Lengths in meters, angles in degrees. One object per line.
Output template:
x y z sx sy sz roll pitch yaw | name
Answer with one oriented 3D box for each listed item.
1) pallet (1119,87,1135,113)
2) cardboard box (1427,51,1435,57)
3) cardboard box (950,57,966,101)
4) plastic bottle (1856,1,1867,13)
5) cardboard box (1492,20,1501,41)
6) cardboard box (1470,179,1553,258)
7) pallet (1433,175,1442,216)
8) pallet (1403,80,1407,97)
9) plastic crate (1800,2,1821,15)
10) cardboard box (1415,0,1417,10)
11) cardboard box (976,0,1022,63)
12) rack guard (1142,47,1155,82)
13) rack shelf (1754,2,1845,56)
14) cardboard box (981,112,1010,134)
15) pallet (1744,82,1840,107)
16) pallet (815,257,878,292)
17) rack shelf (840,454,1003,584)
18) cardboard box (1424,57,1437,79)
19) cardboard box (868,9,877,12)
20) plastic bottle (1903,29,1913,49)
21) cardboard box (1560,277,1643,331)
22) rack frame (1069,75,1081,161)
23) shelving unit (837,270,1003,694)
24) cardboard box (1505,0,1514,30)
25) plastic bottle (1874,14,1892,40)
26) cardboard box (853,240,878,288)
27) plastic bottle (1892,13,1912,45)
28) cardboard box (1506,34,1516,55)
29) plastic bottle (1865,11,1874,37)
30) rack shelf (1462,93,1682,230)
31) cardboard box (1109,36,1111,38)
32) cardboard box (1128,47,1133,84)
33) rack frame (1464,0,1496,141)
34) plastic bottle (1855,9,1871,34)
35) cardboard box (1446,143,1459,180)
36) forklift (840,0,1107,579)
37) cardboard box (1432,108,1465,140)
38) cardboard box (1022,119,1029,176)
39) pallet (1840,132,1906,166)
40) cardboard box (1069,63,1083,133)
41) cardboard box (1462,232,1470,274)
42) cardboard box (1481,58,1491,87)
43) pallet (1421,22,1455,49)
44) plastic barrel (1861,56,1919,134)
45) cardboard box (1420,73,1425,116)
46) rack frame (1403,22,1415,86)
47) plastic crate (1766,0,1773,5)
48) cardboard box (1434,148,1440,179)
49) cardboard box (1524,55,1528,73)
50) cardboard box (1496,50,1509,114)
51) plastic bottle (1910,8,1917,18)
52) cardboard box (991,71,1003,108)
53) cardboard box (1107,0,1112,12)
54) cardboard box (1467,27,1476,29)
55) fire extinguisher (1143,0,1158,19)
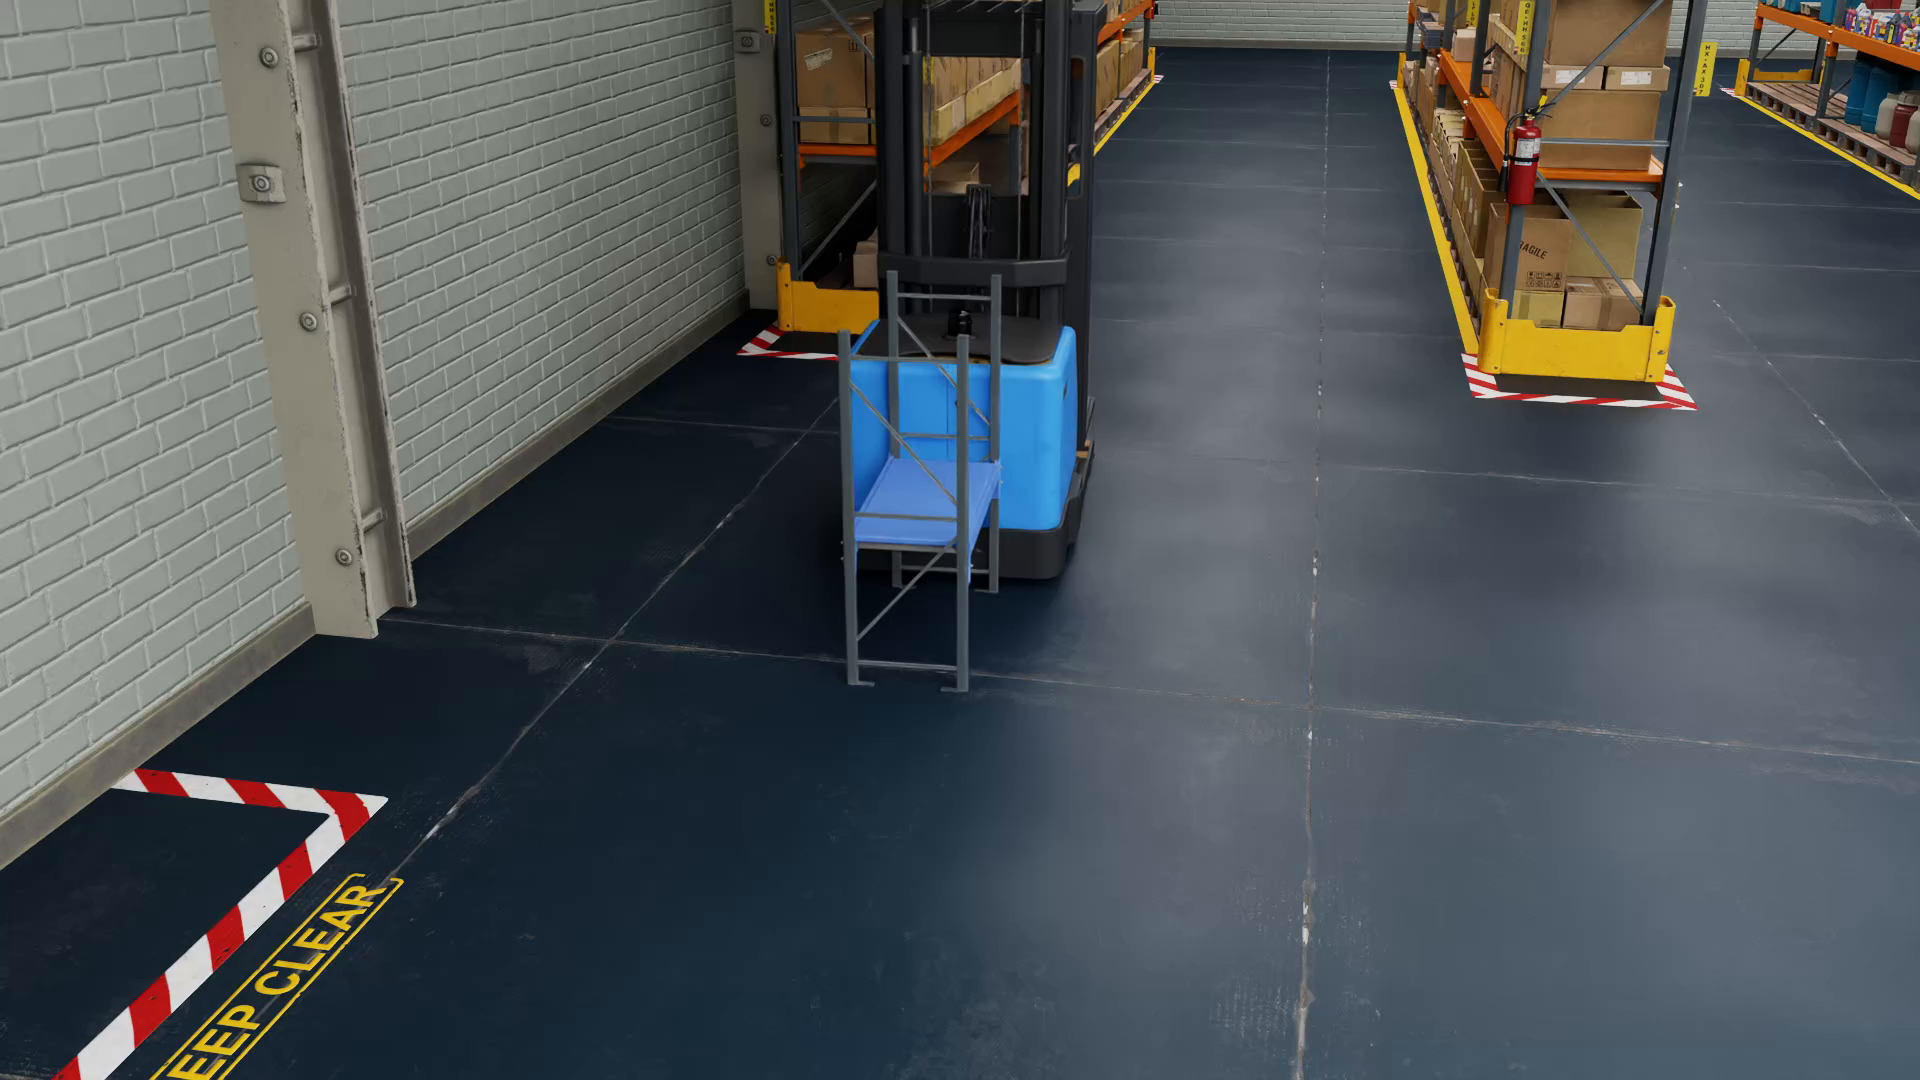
1.926 -6.282 23.670 1.003 0.211 1.213 4 22 11 | pallet
6.922 -6.661 23.630 0.797 0.503 0.637 4 22 11 | cardboard box
-0.253 -3.534 12.284 0.500 0.500 0.500 5 22 11 | cardboard box
10.995 -6.407 20.312 0.144 0.351 0.185 4 22 11 | plastic bottle
4.667 -4.265 13.927 0.380 0.149 0.250 4 22 11 | cardboard box
4.103 -2.392 12.391 0.500 0.500 0.500 4 22 11 | cardboard box
5.271 -3.428 16.583 1.003 0.211 1.213 4 22 11 | pallet
7.183 -6.777 24.899 1.003 0.211 1.213 4 22 11 | pallet
11.453 -7.114 22.274 0.293 0.136 0.466 4 22 11 | plastic crate
6.703 -7.739 23.421 0.500 0.500 0.500 5 22 12 | cardboard box
0.268 -4.469 14.605 0.500 0.500 0.500 4 22 11 | cardboard box
2.515 -7.616 26.594 1.175 0.500 0.348 4 22 11 | rack guard
11.801 -6.946 22.549 1.077 0.370 4.000 4 22 11 | rack shelf
0.282 -4.202 16.526 0.500 0.250 0.500 4 22 10 | cardboard box
12.002 -6.419 24.010 1.003 0.211 1.213 4 22 11 | pallet
-0.539 -1.944 12.897 1.003 0.211 1.213 4 22 11 | pallet
-0.143 -0.108 7.096 0.538 0.185 1.000 3 22 8 | rack shelf
6.003 -5.796 20.483 0.500 0.250 0.500 5 22 11 | cardboard box
-0.455 -4.139 13.785 0.500 0.500 0.500 5 22 12 | cardboard box
10.449 -5.513 18.292 0.097 0.201 0.097 0 22 0 | plastic bottle
4.423 -1.637 11.522 0.500 0.250 0.500 4 22 11 | cardboard box
0.878 -5.841 18.841 1.000 3.000 0.127 4 22 11 | rack frame
-0.143 -0.275 7.029 0.538 1.500 1.048 3 22 8 | shelving unit
4.725 -4.302 13.150 0.700 0.500 0.500 4 22 11 | cardboard box
10.689 -5.927 19.222 0.152 0.276 0.135 4 22 11 | plastic bottle
-0.526 -2.118 12.608 0.500 0.311 0.500 2 22 5 | cardboard box
10.548 -5.716 18.598 0.144 0.351 0.185 4 22 11 | plastic bottle
4.408 -3.794 12.756 0.380 0.149 0.250 4 22 9 | cardboard box
10.719 -6.068 19.561 0.061 0.283 0.133 4 22 11 | plastic bottle
4.504 -2.937 12.593 1.077 0.370 4.000 4 22 11 | rack shelf
2.038 -7.436 24.718 0.380 0.149 0.250 5 22 11 | cardboard box
2.159 -6.976 24.443 0.700 0.500 0.500 5 22 12 | cardboard box
4.912 -4.002 14.274 1.000 3.000 0.127 4 22 11 | rack frame
10.850 -6.217 19.941 0.152 0.276 0.135 4 22 11 | plastic bottle
4.814 -3.542 15.501 0.500 0.311 0.500 5 22 12 | cardboard box
0.159 -1.693 8.633 1.130 2.935 3.031 3 22 8 | forklift
5.333 -4.475 17.817 0.500 0.311 0.500 5 23 13 | cardboard box
0.395 -4.069 17.199 0.700 0.500 0.500 5 22 12 | cardboard box
10.947 -4.528 19.315 1.003 0.211 1.213 4 22 11 | pallet
1.156 -5.297 19.807 0.750 0.750 0.750 4 22 10 | cardboard box
4.210 -2.226 12.985 0.500 0.250 0.500 4 22 11 | cardboard box
4.911 -4.275 15.133 0.396 0.266 0.258 4 22 10 | cardboard box
5.797 -5.629 18.571 1.213 0.211 1.003 4 22 11 | pallet
11.120 -5.313 19.778 0.600 0.901 0.708 4 22 11 | plastic barrel
6.109 -5.618 21.044 0.500 0.500 0.500 5 22 12 | cardboard box
7.360 -8.390 25.171 1.000 3.000 0.127 4 22 11 | rack frame
11.689 -7.741 23.831 0.250 0.136 0.298 4 22 11 | plastic crate
5.132 -3.840 16.992 0.500 0.250 0.500 4 22 10 | cardboard box
4.144 -3.322 11.584 0.380 0.149 0.250 5 22 12 | cardboard box
4.726 -3.692 13.371 0.700 0.500 0.500 4 22 10 | cardboard box
11.628 -6.322 20.202 0.152 0.276 0.135 4 22 11 | plastic bottle
0.064 -3.755 13.835 0.500 0.250 0.500 4 22 11 | cardboard box
1.641 -6.939 21.009 0.500 0.500 0.500 4 22 11 | cardboard box
5.611 -5.294 17.601 0.500 0.311 0.500 6 23 14 | cardboard box
2.993 -8.578 26.239 0.296 0.674 0.183 4 22 11 | fire extinguisher
